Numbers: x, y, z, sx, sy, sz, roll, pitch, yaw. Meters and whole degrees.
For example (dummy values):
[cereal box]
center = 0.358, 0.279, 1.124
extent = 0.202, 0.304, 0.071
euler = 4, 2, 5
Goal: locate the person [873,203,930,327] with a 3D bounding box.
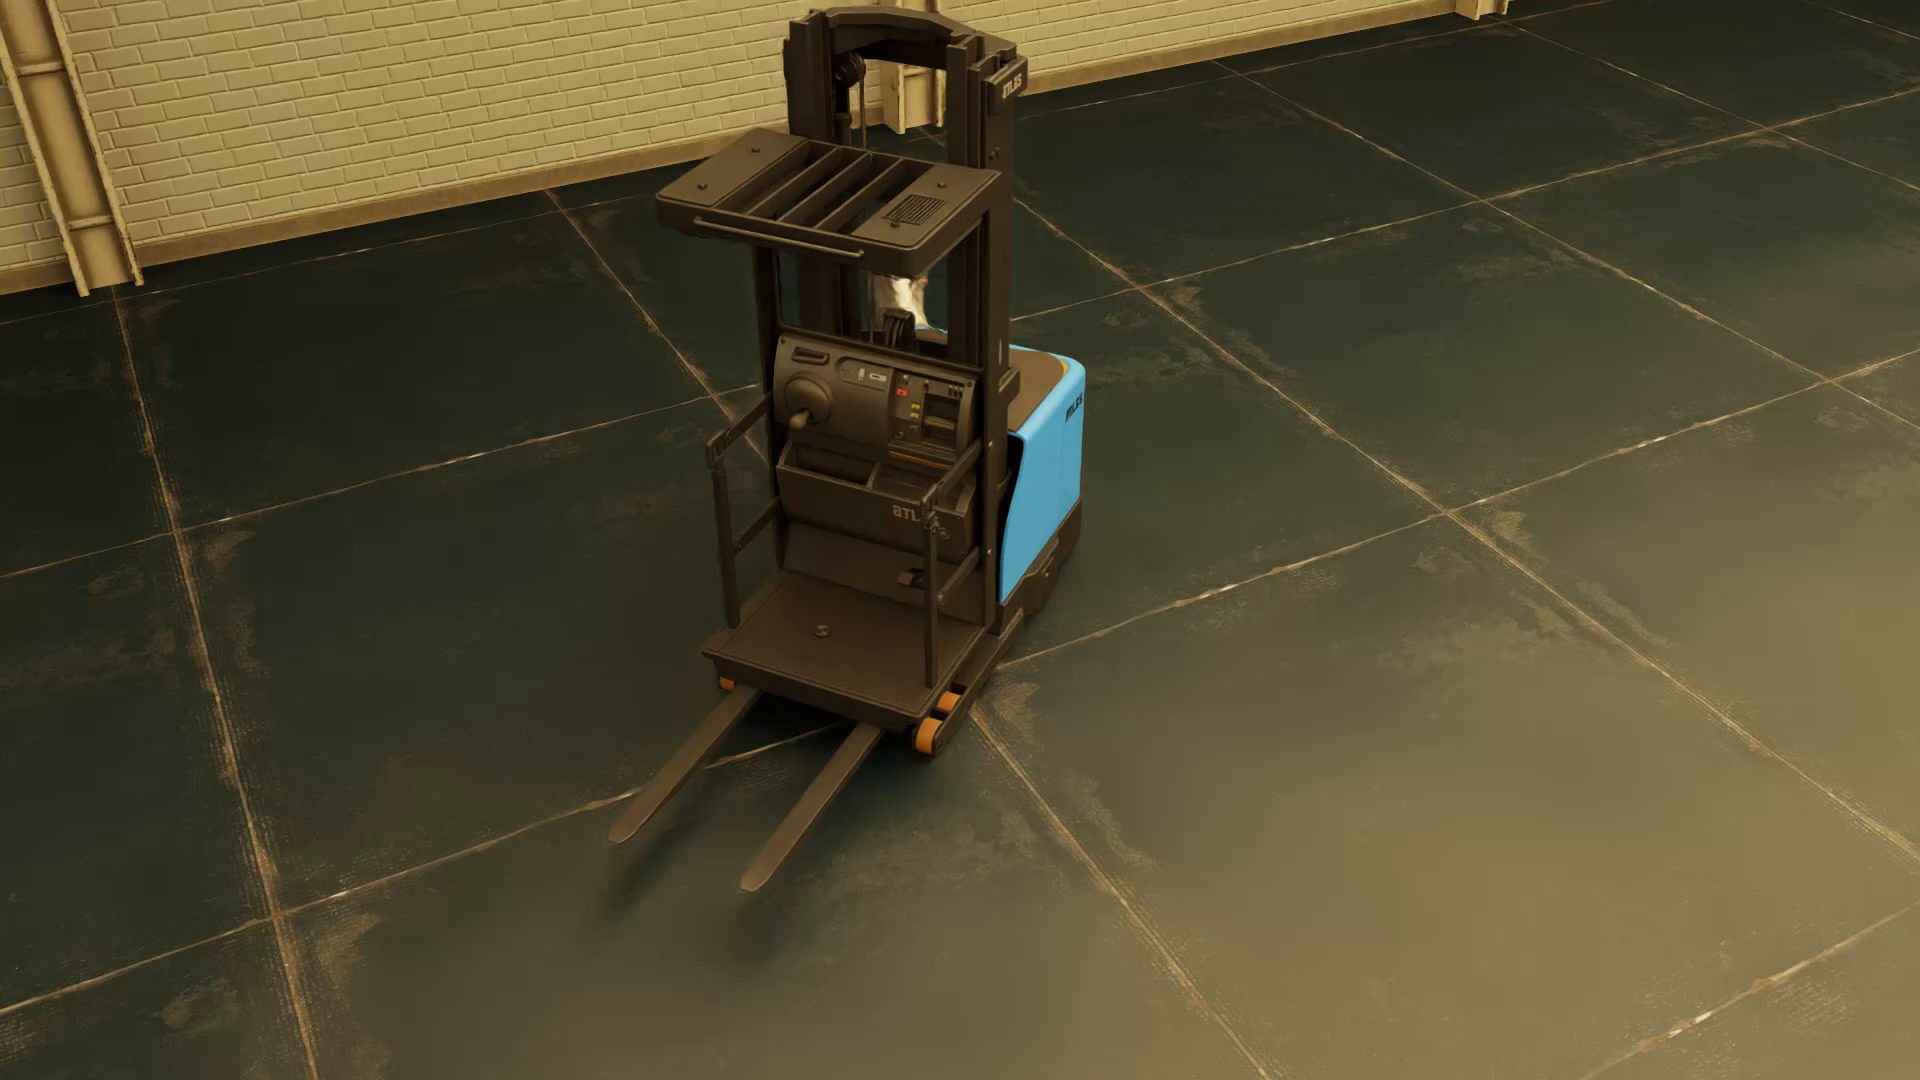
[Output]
[person]
center = -0.301, -1.202, 9.132
extent = 0.651, 1.465, 0.822
euler = -10, 36, -14

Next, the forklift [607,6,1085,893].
[forklift]
center = -0.459, -0.537, 6.883
extent = 1.130, 2.935, 3.031
euler = 15, 38, 20
